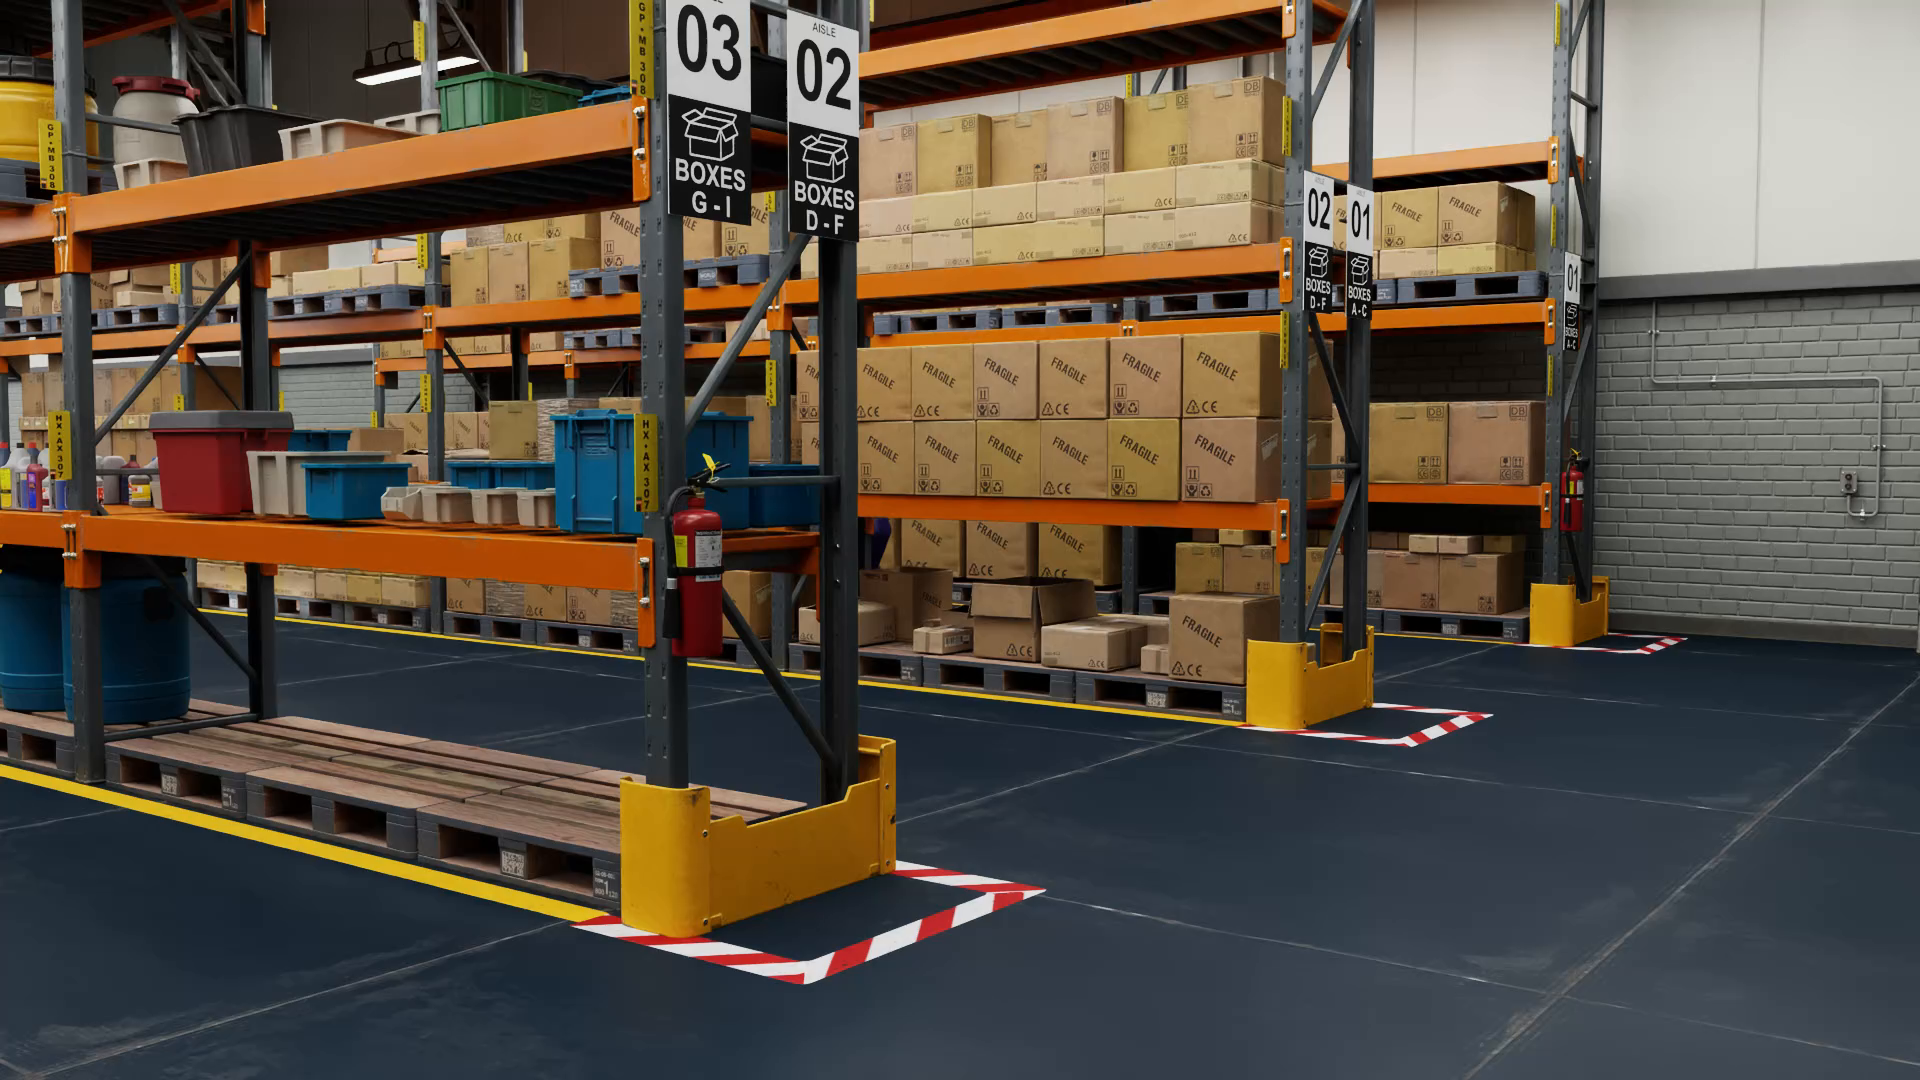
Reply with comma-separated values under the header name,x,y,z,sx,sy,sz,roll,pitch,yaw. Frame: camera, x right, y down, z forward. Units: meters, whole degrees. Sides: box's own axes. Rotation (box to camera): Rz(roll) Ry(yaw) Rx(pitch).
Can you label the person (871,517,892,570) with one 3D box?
name,x,y,z,sx,sy,sz,roll,pitch,yaw
person,-0.830,-0.081,15.496,0.604,1.641,0.491,2,4,26
